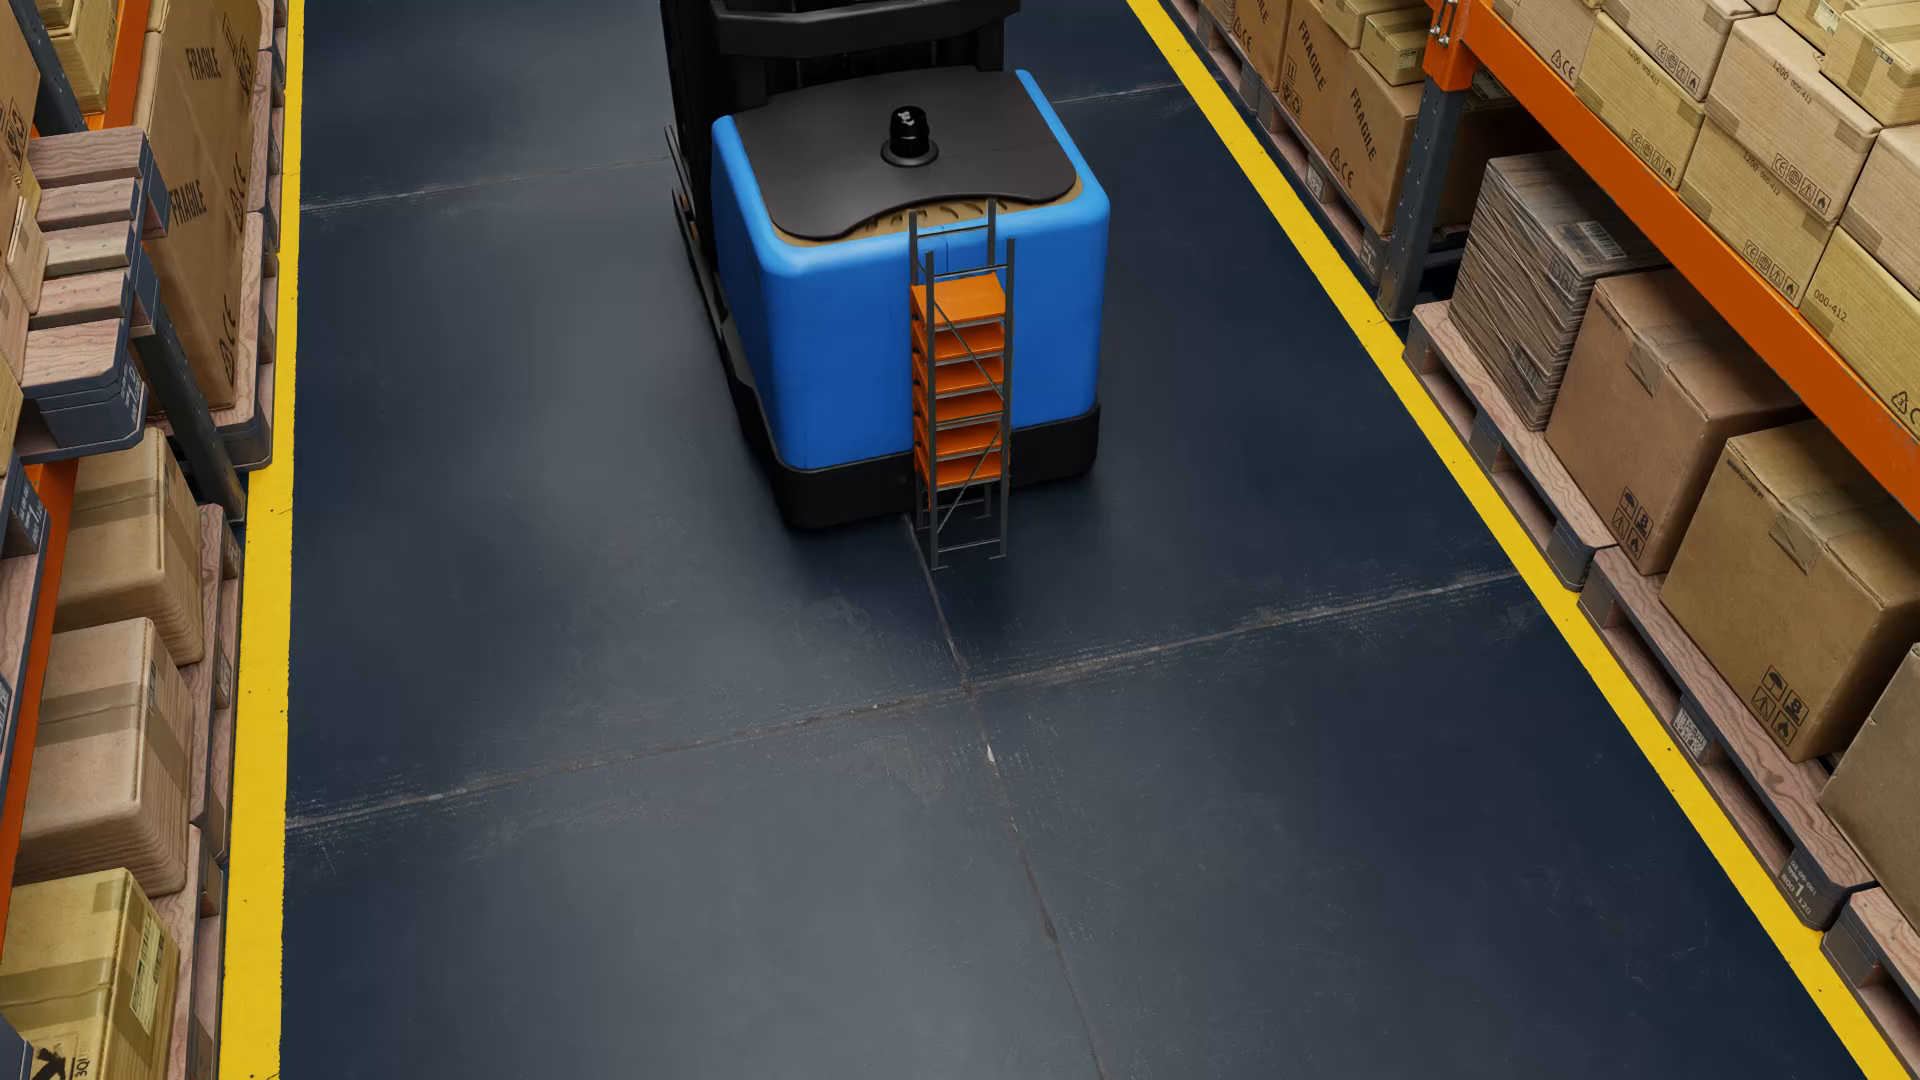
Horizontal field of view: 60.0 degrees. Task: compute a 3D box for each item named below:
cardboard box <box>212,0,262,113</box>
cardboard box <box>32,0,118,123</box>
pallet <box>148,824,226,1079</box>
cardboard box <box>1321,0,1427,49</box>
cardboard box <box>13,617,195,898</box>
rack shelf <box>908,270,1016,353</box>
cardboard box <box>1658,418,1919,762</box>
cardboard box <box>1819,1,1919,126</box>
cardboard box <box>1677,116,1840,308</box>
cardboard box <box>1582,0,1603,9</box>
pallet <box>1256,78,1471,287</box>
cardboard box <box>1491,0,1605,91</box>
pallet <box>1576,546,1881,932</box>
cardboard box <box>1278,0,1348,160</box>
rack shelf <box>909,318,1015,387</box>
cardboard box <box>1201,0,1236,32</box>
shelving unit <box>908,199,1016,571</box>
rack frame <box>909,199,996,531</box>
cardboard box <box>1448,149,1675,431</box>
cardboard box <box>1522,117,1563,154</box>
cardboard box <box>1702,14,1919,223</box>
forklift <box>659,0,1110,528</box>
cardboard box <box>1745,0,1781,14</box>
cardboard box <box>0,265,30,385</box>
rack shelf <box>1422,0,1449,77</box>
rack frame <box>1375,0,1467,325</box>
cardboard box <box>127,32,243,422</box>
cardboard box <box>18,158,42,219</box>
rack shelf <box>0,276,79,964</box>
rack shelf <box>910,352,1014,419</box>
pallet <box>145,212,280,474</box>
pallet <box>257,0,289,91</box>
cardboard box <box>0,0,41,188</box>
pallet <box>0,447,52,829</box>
[{"bbox_3d":[-3.327,-2.183,6.482,0.875,0.875,0.875,-9,46,-9],"label":"cardboard box"},{"bbox_3d":[-2.660,-1.385,4.612,0.500,0.250,0.500,-11,47,-11],"label":"cardboard box"},{"bbox_3d":[-2.270,1.303,3.825,1.003,0.211,1.213,-11,47,-10],"label":"pallet"},{"bbox_3d":[1.549,-1.940,6.053,0.380,0.149,0.250,-13,47,-12],"label":"cardboard box"},{"bbox_3d":[-2.446,0.619,4.089,0.950,0.372,0.625,-12,47,-11],"label":"cardboard box"},{"bbox_3d":[0.004,-0.631,4.586,0.258,0.103,0.180,-11,47,-10],"label":"rack shelf"},{"bbox_3d":[2.514,0.068,4.451,0.875,0.625,0.625,-12,47,-12],"label":"cardboard box"},{"bbox_3d":[2.157,-1.062,3.667,0.380,0.149,0.250,-10,46,-9],"label":"cardboard box"},{"bbox_3d":[2.160,-0.857,4.095,0.500,0.250,0.500,-12,47,-12],"label":"cardboard box"},{"bbox_3d":[1.873,-1.730,4.600,0.500,0.250,0.500,-11,47,-10],"label":"cardboard box"},{"bbox_3d":[1.865,-1.510,6.582,1.003,0.211,1.213,-11,47,-10],"label":"pallet"},{"bbox_3d":[1.897,-1.560,4.783,0.500,0.250,0.500,-11,47,-10],"label":"cardboard box"},{"bbox_3d":[2.502,0.429,4.682,1.003,0.211,1.213,-11,47,-10],"label":"pallet"},{"bbox_3d":[1.586,-1.836,6.405,0.500,0.500,0.500,-11,47,-11],"label":"cardboard box"},{"bbox_3d":[0.004,-0.547,4.672,0.258,0.103,0.180,-11,47,-10],"label":"rack shelf"},{"bbox_3d":[1.298,-2.552,7.106,0.500,0.500,0.500,-12,47,-12],"label":"cardboard box"},{"bbox_3d":[0.004,-0.410,4.812,0.258,1.200,0.189,-11,47,-10],"label":"shelving unit"},{"bbox_3d":[-0.020,-0.473,4.874,0.240,1.200,0.006,-11,47,-10],"label":"rack frame"},{"bbox_3d":[2.166,-0.846,5.348,0.875,0.625,0.625,-9,46,-9],"label":"cardboard box"},{"bbox_3d":[2.183,-1.578,6.152,0.500,0.500,0.500,-9,46,-9],"label":"cardboard box"},{"bbox_3d":[2.141,-1.024,3.909,0.500,0.250,0.500,-12,47,-11],"label":"cardboard box"},{"bbox_3d":[-0.466,-2.136,5.291,1.130,2.935,3.031,-12,47,-12],"label":"forklift"},{"bbox_3d":[2.056,-1.417,4.014,0.380,0.149,0.250,-10,46,-10],"label":"cardboard box"},{"bbox_3d":[-2.163,-0.416,3.439,0.380,0.149,0.250,-13,47,-12],"label":"cardboard box"},{"bbox_3d":[1.508,-3.092,6.684,1.077,0.370,4.000,-11,47,-10],"label":"rack shelf"},{"bbox_3d":[2.020,-1.963,5.074,1.000,3.000,0.127,-11,47,-10],"label":"rack frame"},{"bbox_3d":[-2.874,-0.949,5.273,0.875,0.875,0.875,-11,47,-11],"label":"cardboard box"},{"bbox_3d":[-2.327,-0.757,3.774,0.380,0.149,0.250,-10,46,-10],"label":"cardboard box"},{"bbox_3d":[-2.265,0.579,3.086,1.077,0.370,4.000,-11,47,-10],"label":"rack shelf"},{"bbox_3d":[0.004,-0.463,4.758,0.258,0.103,0.180,-11,47,-10],"label":"rack shelf"},{"bbox_3d":[-2.906,-0.635,5.725,1.003,0.211,1.213,-11,47,-10],"label":"pallet"},{"bbox_3d":[-3.531,-2.320,7.376,1.003,0.211,1.213,-11,47,-10],"label":"pallet"},{"bbox_3d":[-2.392,-1.076,3.632,0.500,0.500,0.500,-12,47,-11],"label":"cardboard box"},{"bbox_3d":[-2.231,0.373,2.918,1.003,0.211,1.213,-11,47,-10],"label":"pallet"}]
